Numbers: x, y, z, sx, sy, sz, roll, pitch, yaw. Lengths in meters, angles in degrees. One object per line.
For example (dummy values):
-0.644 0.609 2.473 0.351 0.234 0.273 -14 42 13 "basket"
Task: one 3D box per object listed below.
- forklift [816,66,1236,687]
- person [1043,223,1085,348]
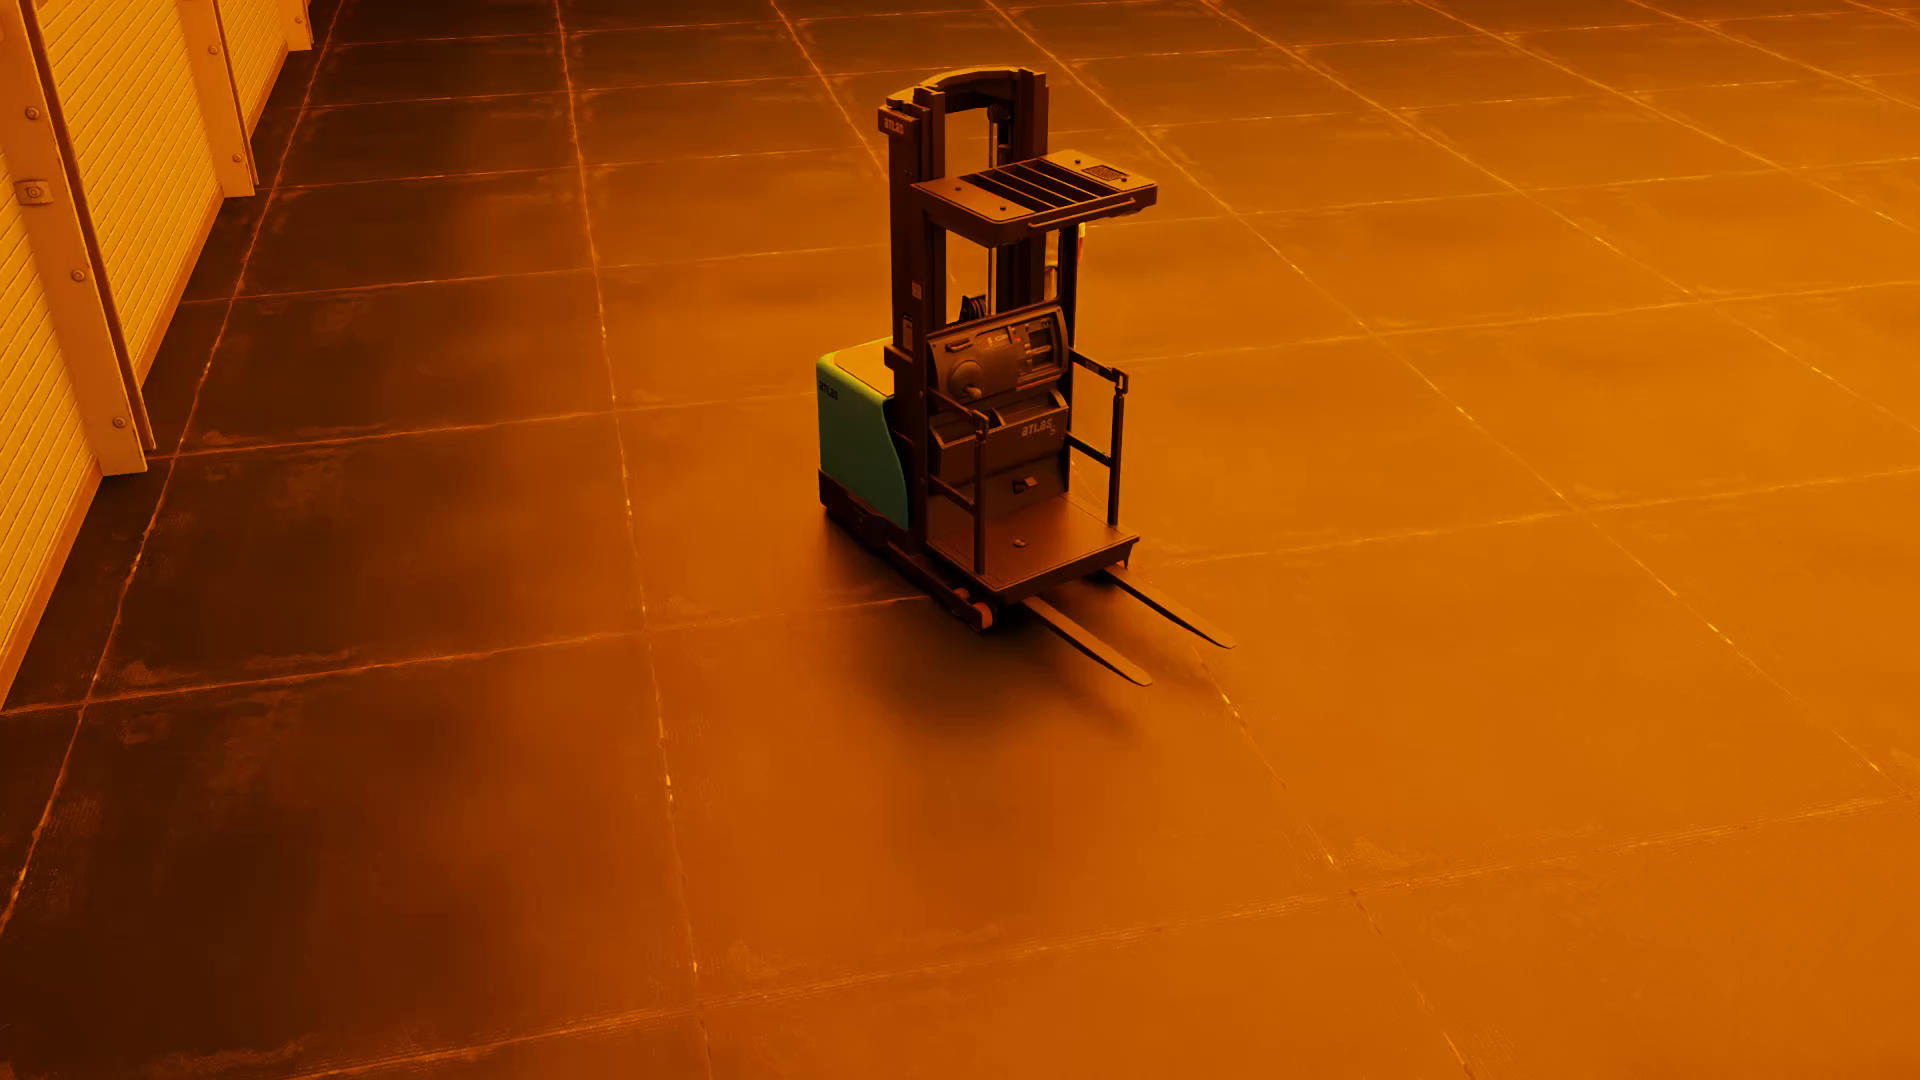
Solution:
0.355 -1.021 9.338 1.130 2.935 3.031 -20 35 -30 "forklift"
0.691 -2.168 12.641 0.515 1.600 0.470 -5 30 -9 "person"
